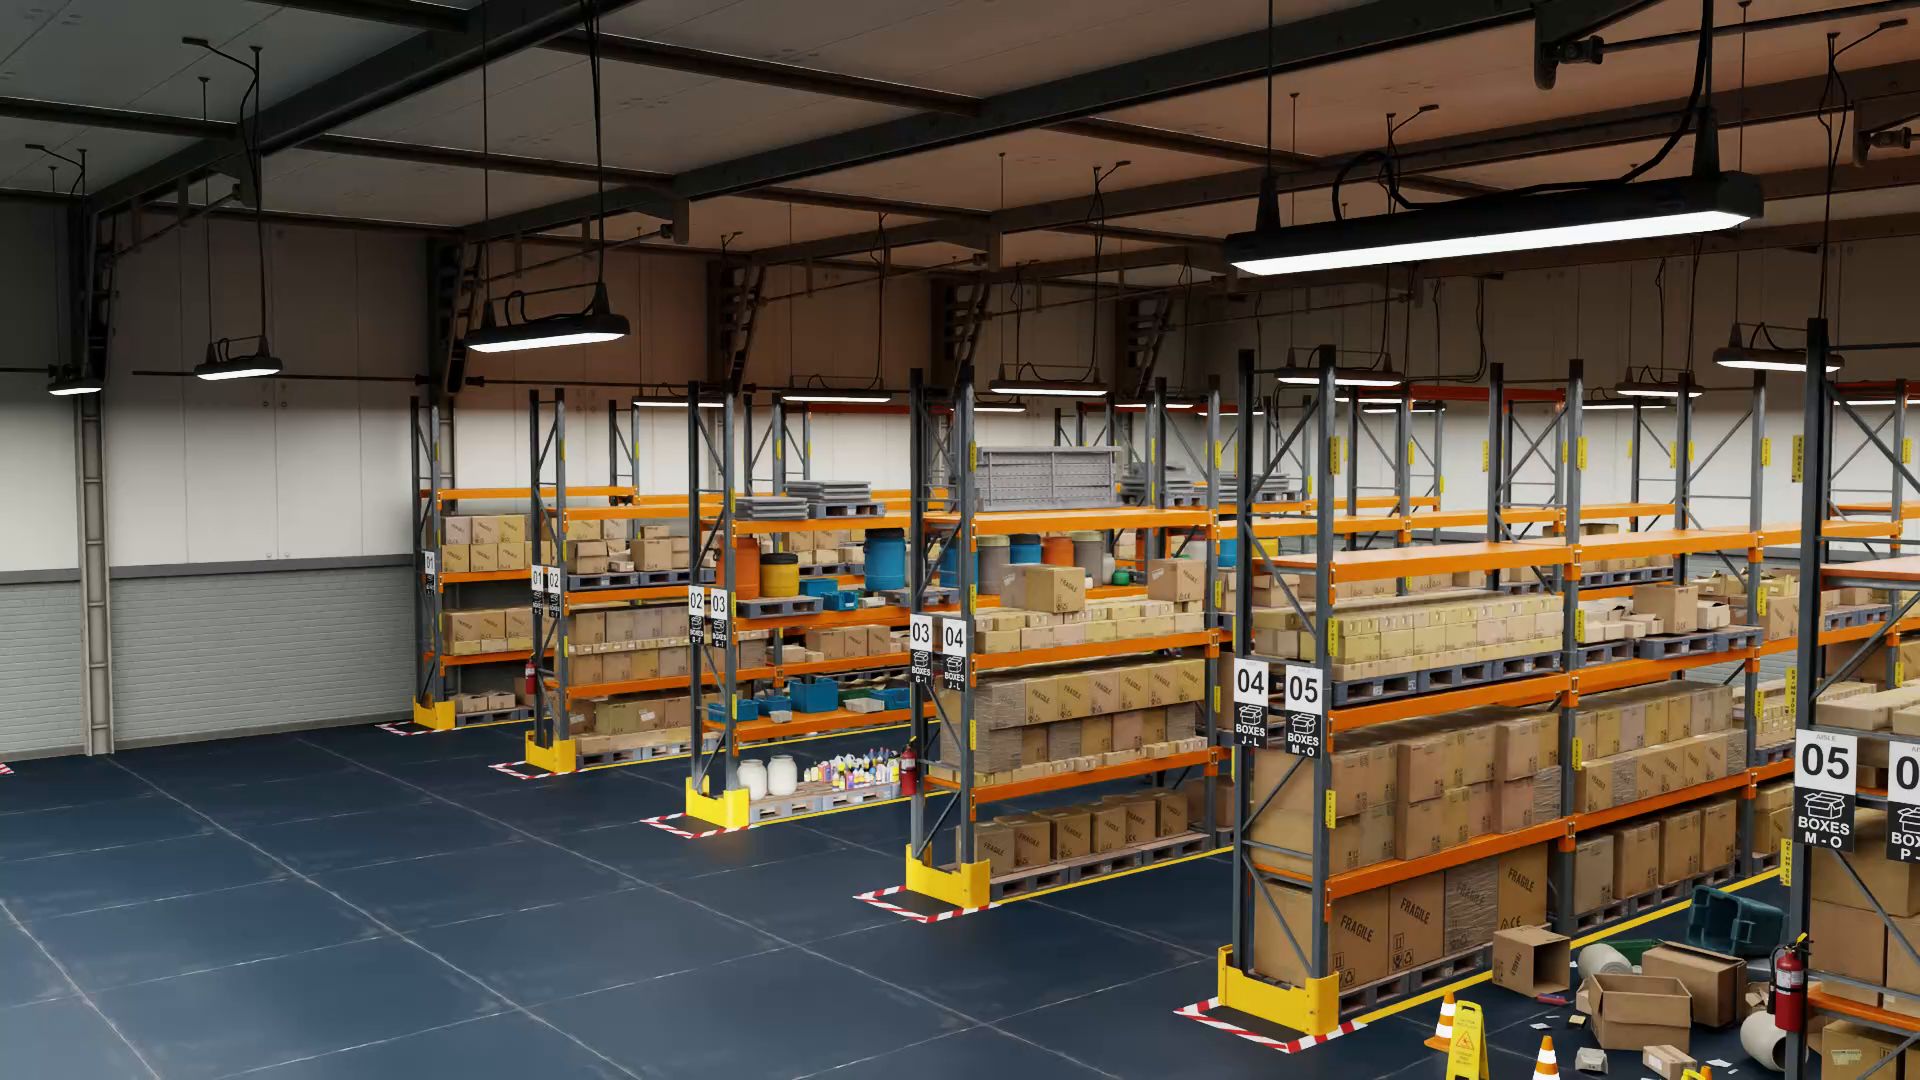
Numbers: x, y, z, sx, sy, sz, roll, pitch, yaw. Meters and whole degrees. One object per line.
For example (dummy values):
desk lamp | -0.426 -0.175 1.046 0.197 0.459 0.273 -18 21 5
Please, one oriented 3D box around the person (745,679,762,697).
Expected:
person | -4.039 2.492 32.183 0.433 1.638 0.375 -1 4 -24

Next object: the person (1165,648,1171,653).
person | 3.750 2.483 31.146 0.453 1.684 0.382 -2 4 -34

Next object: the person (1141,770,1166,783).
person | 2.989 2.807 25.260 0.403 1.726 0.568 1 4 20
